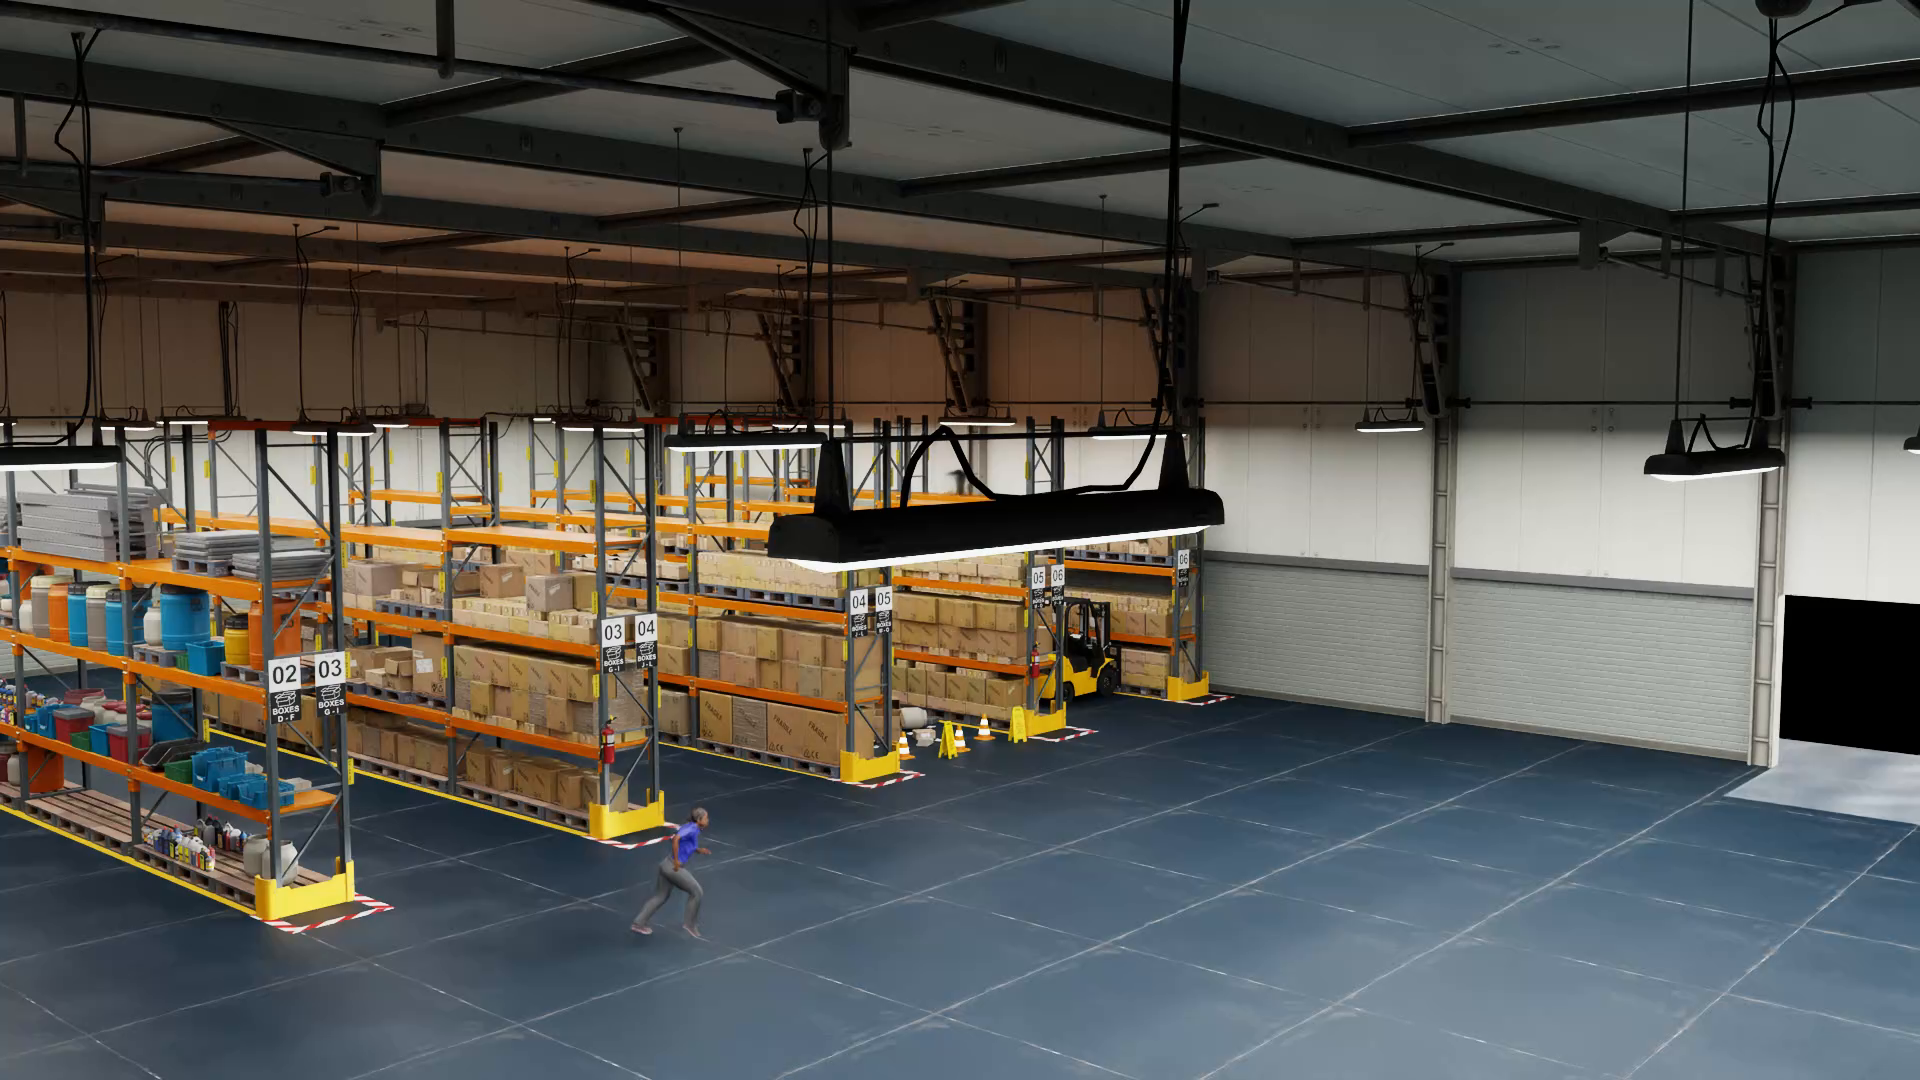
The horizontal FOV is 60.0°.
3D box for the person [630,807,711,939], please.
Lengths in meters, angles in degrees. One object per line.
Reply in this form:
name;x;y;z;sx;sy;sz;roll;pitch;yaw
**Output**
person;-3.393;3.959;19.541;0.953;1.609;0.623;-1;5;-16
